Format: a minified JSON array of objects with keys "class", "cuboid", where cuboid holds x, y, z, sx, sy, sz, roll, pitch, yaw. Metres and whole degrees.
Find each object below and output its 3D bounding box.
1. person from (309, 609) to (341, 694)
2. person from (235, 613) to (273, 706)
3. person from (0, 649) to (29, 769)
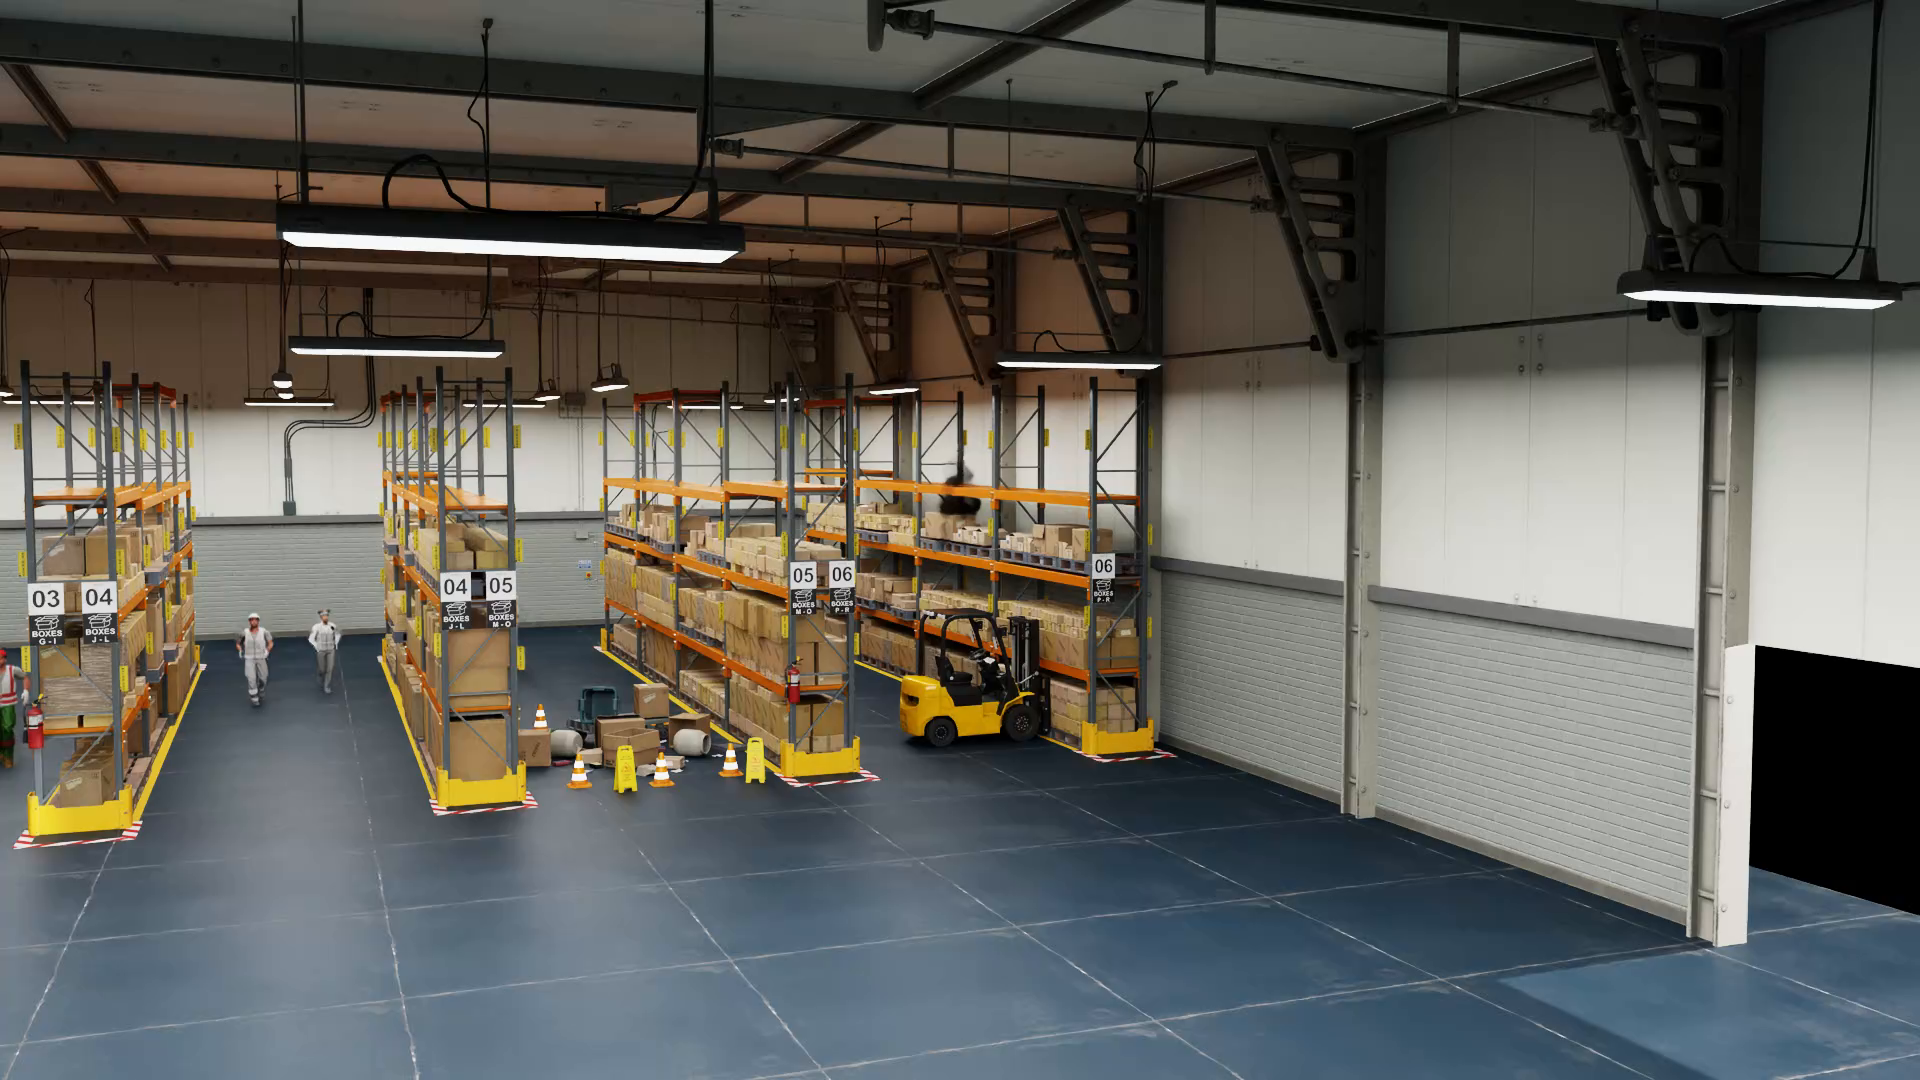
[{"class":"person","cuboid":[-12.614,2.197,33.071,0.617,1.659,0.696,-2,4,-32]},{"class":"person","cuboid":[-13.299,2.247,31.354,0.655,1.738,0.631,-2,4,-24]},{"class":"person","cuboid":[-14.684,2.589,25.510,0.680,1.864,0.770,-1,4,-22]}]
